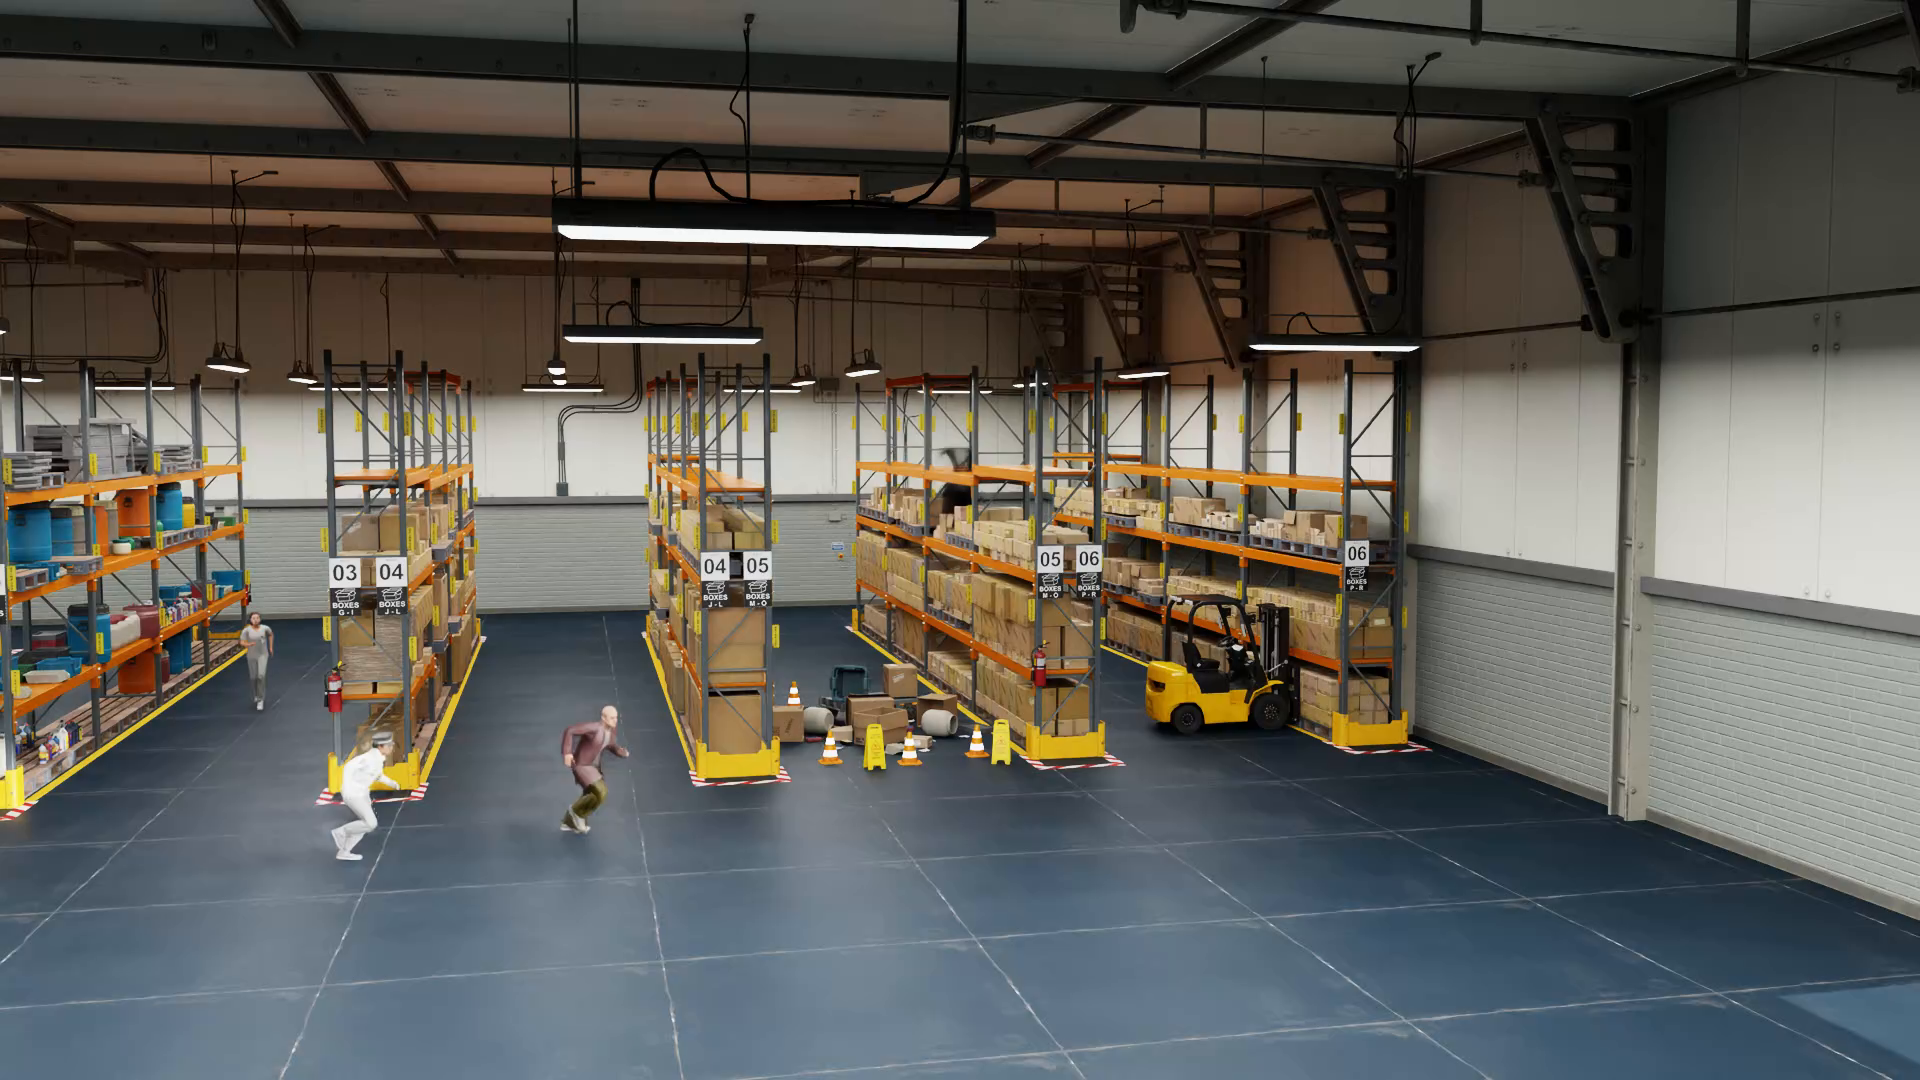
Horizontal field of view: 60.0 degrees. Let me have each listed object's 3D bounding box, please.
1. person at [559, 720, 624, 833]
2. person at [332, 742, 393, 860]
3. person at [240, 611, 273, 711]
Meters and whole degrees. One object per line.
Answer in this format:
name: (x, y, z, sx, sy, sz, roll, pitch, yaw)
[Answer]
person: (-4.513, 2.876, 20.151, 0.768, 1.439, 0.741, 2, 4, 23)
person: (-6.837, 2.958, 19.002, 0.712, 1.465, 0.646, 0, 4, 2)
person: (-12.436, 2.111, 29.424, 0.511, 1.718, 0.854, -1, 4, -16)
